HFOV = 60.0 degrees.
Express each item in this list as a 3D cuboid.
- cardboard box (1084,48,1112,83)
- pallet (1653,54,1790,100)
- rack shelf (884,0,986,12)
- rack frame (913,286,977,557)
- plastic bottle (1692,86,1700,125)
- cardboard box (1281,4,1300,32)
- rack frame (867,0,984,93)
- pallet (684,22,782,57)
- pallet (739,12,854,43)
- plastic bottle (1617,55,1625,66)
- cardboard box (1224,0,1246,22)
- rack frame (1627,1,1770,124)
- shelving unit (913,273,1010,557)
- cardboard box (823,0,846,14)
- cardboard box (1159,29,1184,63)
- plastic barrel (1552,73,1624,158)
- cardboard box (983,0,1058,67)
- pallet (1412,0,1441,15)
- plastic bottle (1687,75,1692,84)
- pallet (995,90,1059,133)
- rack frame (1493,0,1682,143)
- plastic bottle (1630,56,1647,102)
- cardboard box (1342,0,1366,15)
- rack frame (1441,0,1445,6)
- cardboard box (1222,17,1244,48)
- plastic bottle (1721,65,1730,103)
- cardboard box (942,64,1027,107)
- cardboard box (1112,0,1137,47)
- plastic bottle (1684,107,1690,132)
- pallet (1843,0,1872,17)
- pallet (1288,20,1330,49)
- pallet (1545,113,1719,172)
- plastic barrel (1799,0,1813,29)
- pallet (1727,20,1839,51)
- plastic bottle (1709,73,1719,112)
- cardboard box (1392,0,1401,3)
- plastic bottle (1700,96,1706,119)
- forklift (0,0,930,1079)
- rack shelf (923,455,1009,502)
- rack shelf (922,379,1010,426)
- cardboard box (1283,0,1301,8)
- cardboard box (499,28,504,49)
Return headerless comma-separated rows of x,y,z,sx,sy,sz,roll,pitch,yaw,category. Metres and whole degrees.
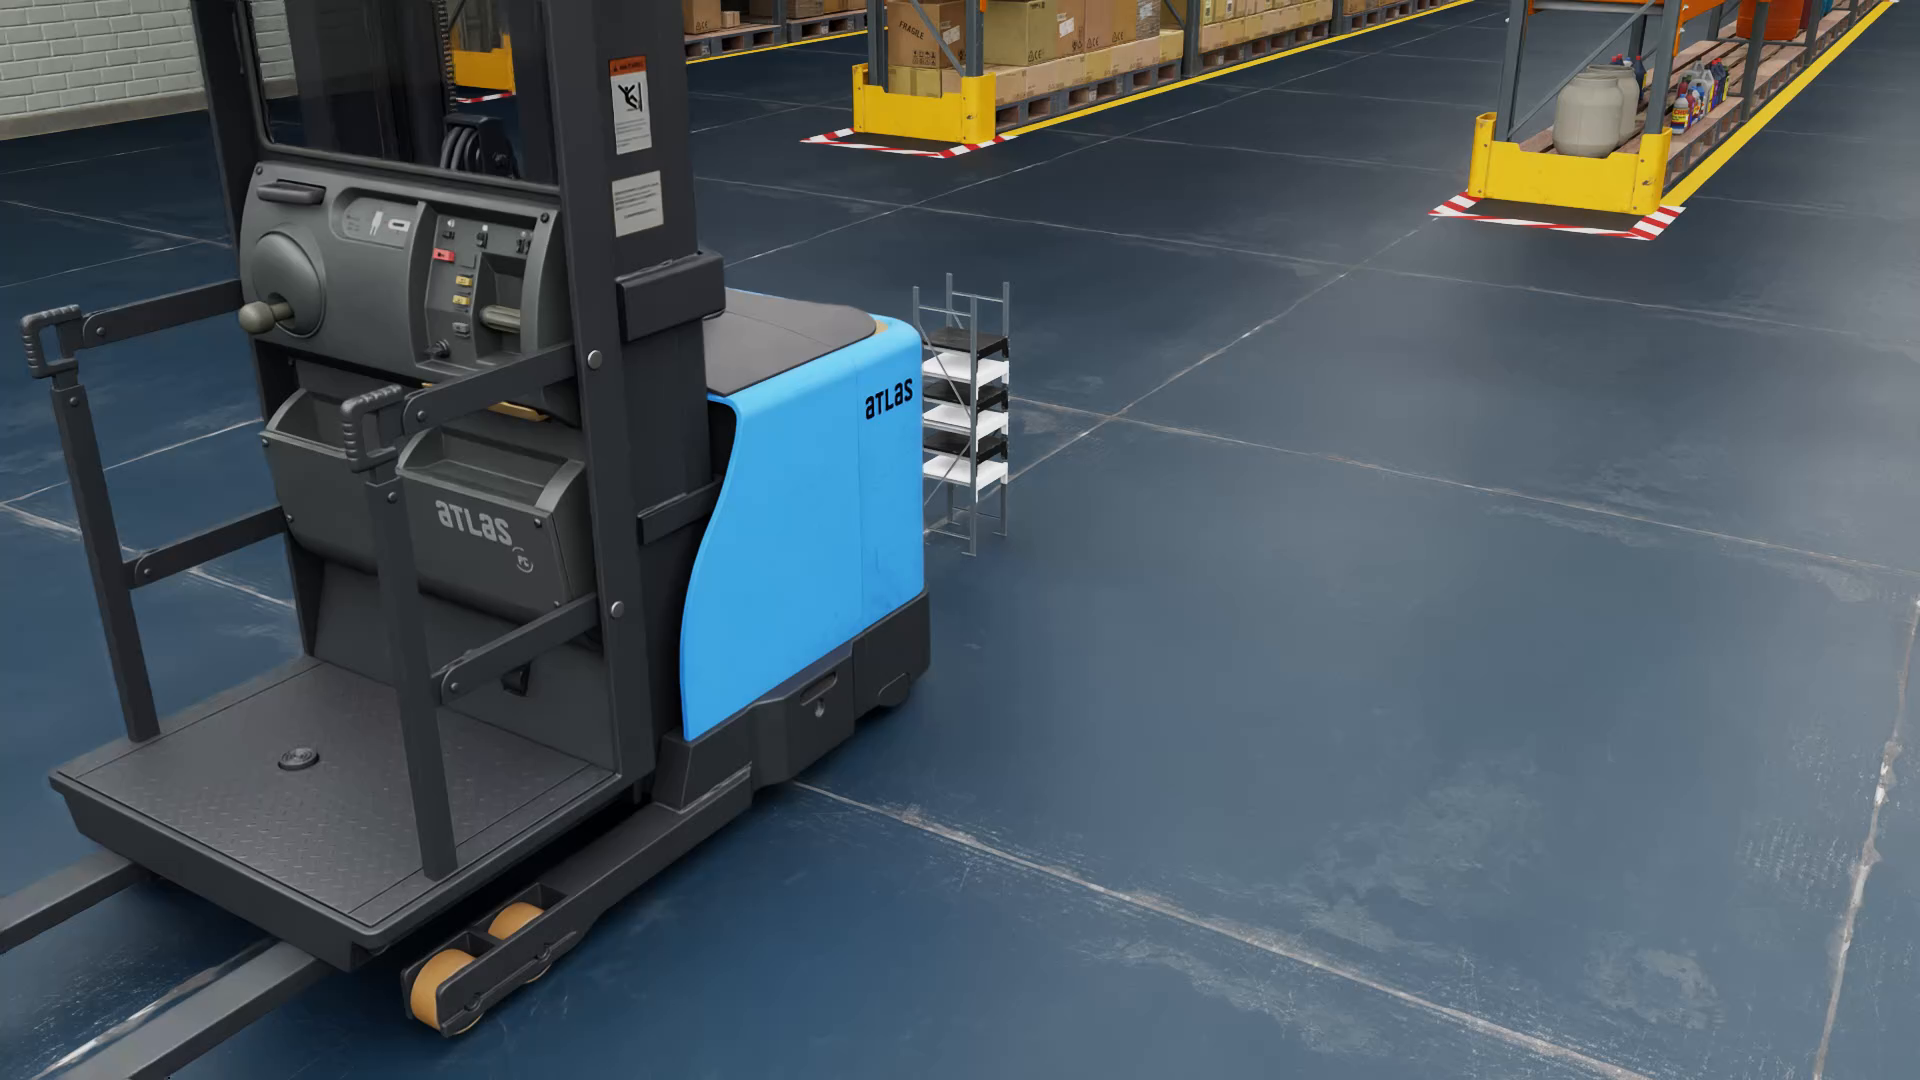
0.989,-4.167,14.532,0.500,0.250,0.500,14,27,29,cardboard box
7.065,-4.313,15.448,1.003,0.211,1.213,14,27,29,pallet
0.779,-4.941,14.292,1.077,0.370,4.000,14,27,29,rack shelf
-0.049,-0.381,5.498,0.240,0.900,0.006,14,27,29,rack frame
5.385,-3.202,12.252,0.097,0.271,0.097,0,23,0,plastic bottle
3.337,-5.654,17.968,0.500,0.250,0.500,15,27,30,cardboard box
-0.275,-4.596,12.590,1.000,3.000,0.127,14,27,29,rack frame
-2.700,-5.469,18.117,1.003,0.211,1.213,14,27,29,pallet
-1.967,-5.966,19.265,1.003,0.211,1.213,14,27,29,pallet
5.262,-3.707,13.318,0.144,0.351,0.185,15,27,30,plastic bottle
2.533,-5.389,16.649,0.500,0.311,0.500,14,27,28,cardboard box
6.041,-4.906,13.308,1.000,3.000,0.127,14,27,29,rack frame
0.004,-0.416,5.578,0.258,0.900,0.210,14,27,29,shelving unit
-1.772,-6.474,19.522,0.700,0.500,0.500,13,27,28,cardboard box
1.775,-4.674,15.704,0.500,0.250,0.500,14,27,29,cardboard box
4.213,-2.846,11.150,0.421,0.512,0.421,0,23,0,plastic barrel
0.458,-4.174,13.605,0.500,0.500,0.500,14,27,29,cardboard box
5.657,-7.084,21.847,1.003,0.211,1.213,14,27,29,pallet
5.574,-3.423,12.747,0.061,0.283,0.133,14,27,29,plastic bottle
0.092,-3.583,13.761,1.003,0.211,1.213,14,27,29,pallet
3.931,-3.556,10.189,1.000,3.000,0.127,14,27,29,rack frame
5.385,-3.677,13.249,0.144,0.351,0.185,14,27,29,plastic bottle
4.427,-6.444,19.453,0.500,0.500,0.500,15,28,31,cardboard box
6.054,-8.646,21.946,1.000,3.000,0.127,14,27,29,rack frame
2.528,-5.133,16.764,0.500,0.250,0.500,15,27,30,cardboard box
6.067,-3.630,13.225,0.061,0.283,0.133,15,28,32,plastic bottle
0.196,-3.661,13.363,0.500,0.250,0.500,14,27,29,cardboard box
1.241,-4.683,14.779,0.500,0.500,0.500,14,27,29,cardboard box
5.206,-3.056,12.001,0.097,0.201,0.097,0,23,0,plastic bottle
11.258,-6.997,21.646,1.003,0.211,1.213,14,27,29,pallet
3.477,-5.746,18.758,1.003,0.211,1.213,14,27,29,pallet
5.008,-2.995,12.403,1.003,0.211,1.213,14,27,29,pallet
8.990,-5.892,18.092,0.600,0.588,0.708,14,27,29,plastic barrel
9.175,-5.662,18.563,1.003,0.211,1.213,14,27,29,pallet
5.794,-3.455,12.822,0.061,0.283,0.133,16,28,32,plastic bottle
5.238,-6.968,20.662,0.500,0.500,0.500,13,27,27,cardboard box
5.546,-3.273,12.503,0.097,0.201,0.097,0,23,0,plastic bottle
-1.306,-0.546,3.323,1.130,2.935,3.031,14,27,30,forklift
0.004,-0.220,5.662,0.258,0.077,0.200,14,27,29,rack shelf
0.004,-0.468,5.555,0.258,0.077,0.200,14,27,29,rack shelf
3.340,-5.909,17.851,0.500,0.311,0.500,14,27,29,cardboard box
-4.045,-4.815,15.928,0.500,0.311,0.500,11,26,23,cardboard box
